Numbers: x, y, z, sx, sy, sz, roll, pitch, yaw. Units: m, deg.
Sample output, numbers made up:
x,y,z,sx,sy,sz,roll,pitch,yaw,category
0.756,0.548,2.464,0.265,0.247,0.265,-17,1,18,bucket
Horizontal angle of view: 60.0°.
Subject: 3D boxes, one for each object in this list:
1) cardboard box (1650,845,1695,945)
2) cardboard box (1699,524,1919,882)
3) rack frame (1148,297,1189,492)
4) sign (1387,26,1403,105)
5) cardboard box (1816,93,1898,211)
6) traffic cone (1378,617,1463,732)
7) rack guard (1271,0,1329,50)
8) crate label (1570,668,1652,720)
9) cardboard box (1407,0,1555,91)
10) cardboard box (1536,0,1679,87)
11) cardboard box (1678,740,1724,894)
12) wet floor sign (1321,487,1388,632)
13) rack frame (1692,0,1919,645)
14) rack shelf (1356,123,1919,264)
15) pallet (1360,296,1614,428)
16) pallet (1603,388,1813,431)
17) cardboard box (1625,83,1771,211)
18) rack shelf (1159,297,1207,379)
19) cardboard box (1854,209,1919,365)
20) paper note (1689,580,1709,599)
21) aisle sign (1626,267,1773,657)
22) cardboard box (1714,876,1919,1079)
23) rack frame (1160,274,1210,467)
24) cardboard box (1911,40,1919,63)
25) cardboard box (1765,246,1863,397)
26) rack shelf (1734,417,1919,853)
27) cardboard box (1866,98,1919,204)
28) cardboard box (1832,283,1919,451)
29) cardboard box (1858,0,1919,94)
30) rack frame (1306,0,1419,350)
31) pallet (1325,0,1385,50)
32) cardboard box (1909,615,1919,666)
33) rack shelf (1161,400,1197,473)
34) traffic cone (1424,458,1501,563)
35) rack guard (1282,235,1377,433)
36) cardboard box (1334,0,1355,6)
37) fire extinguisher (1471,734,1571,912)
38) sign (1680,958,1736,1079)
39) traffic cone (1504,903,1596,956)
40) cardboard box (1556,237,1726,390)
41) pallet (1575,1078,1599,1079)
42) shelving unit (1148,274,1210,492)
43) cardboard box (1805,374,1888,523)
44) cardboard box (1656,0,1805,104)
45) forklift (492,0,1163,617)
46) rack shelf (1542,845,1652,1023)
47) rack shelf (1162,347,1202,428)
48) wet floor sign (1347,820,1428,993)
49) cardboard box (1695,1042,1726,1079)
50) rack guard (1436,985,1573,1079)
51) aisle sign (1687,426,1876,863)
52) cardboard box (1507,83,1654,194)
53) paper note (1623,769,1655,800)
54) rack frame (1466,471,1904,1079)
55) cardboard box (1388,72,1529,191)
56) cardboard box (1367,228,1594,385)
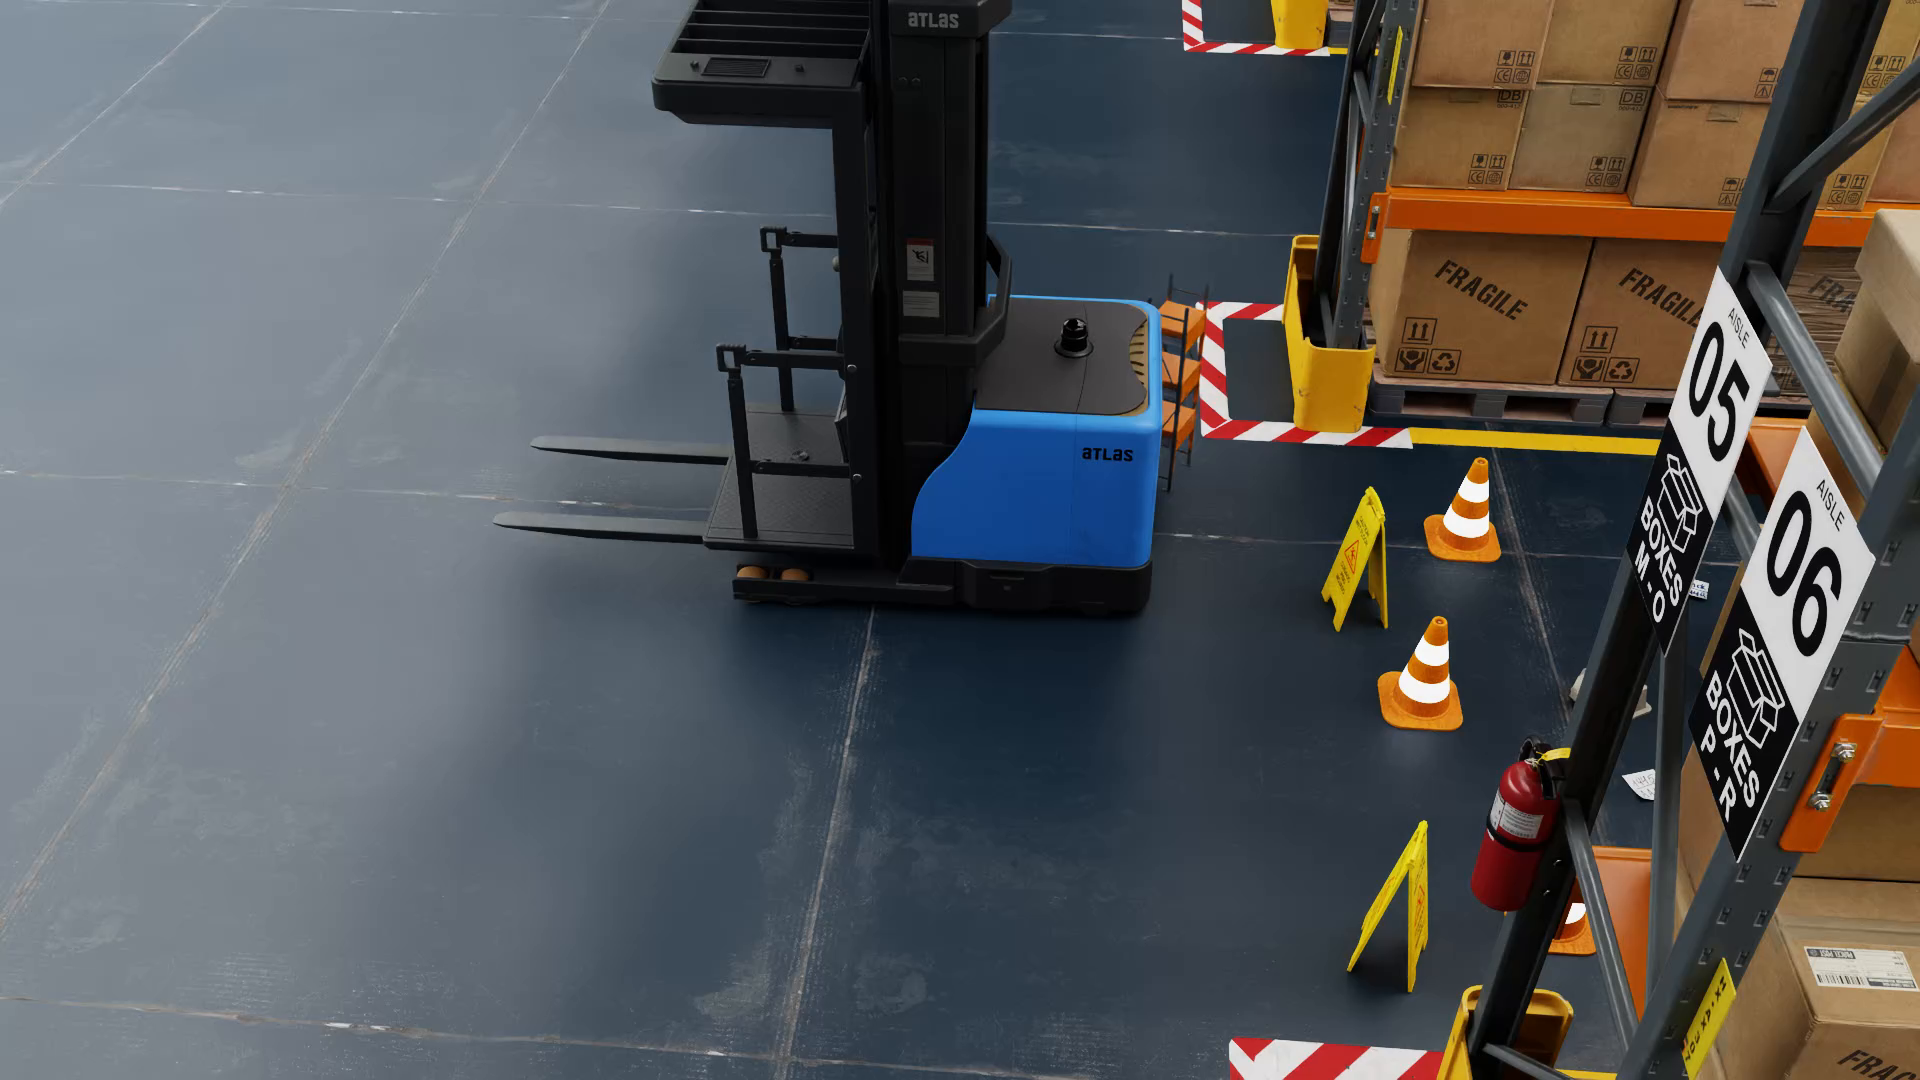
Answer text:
x,y,z,sx,sy,sz,roll,pitch,yaw,category
2.048,1.014,4.497,0.250,0.149,0.380,4,39,5,cardboard box
2.185,0.380,3.971,0.500,0.500,0.700,2,39,3,cardboard box
0.952,-0.674,7.917,0.200,1.050,0.008,19,43,22,rack frame
1.930,-2.105,7.382,0.005,0.325,0.100,3,39,4,sign
3.986,-2.025,7.914,0.500,0.550,0.875,3,39,4,cardboard box
1.954,0.511,6.927,0.334,0.463,0.336,3,39,4,traffic cone
2.588,-4.228,12.719,0.348,0.500,1.175,3,39,4,rack guard
2.743,0.641,7.025,0.298,0.136,0.250,-16,42,-19,crate label
2.350,-2.520,7.666,0.550,0.550,0.875,3,39,4,cardboard box
2.906,-2.548,7.700,0.550,0.550,0.875,3,39,4,cardboard box
2.222,0.733,4.329,0.500,0.500,0.500,2,39,3,cardboard box
1.784,0.069,7.324,0.232,0.644,0.267,-3,39,-4,wet floor sign
1.657,-1.295,2.384,0.127,3.000,1.000,3,39,4,rack frame
3.976,-1.700,8.202,4.000,0.370,1.077,3,39,4,rack shelf
2.787,-1.012,8.996,1.213,0.211,1.003,3,39,4,pallet
3.999,-0.944,8.913,1.213,0.211,1.003,3,39,4,pallet
3.454,-2.028,7.917,0.550,0.550,0.875,3,39,4,cardboard box
1.012,-0.954,7.828,0.215,0.259,0.240,19,43,22,rack shelf
2.020,-0.511,3.364,0.250,0.149,0.380,3,39,4,cardboard box
3.358,0.216,7.633,0.142,0.017,0.144,16,42,19,paper note
1.620,-0.163,3.685,0.004,0.787,0.394,3,39,4,aisle sign
2.105,1.077,3.906,0.500,0.500,0.500,3,39,3,cardboard box
1.071,-0.809,8.083,0.200,1.050,0.008,19,43,22,rack frame
4.520,-2.461,7.594,0.550,0.550,0.875,3,39,4,cardboard box
4.450,-1.333,8.533,0.875,0.875,0.875,3,39,4,cardboard box
3.650,0.256,3.424,4.000,0.370,1.077,3,39,4,rack shelf
4.522,-2.060,7.956,0.550,0.550,0.875,3,39,4,cardboard box
2.190,-0.331,3.458,0.500,0.250,0.500,3,39,3,cardboard box
3.991,-2.485,7.623,0.500,0.550,0.875,3,39,4,cardboard box
1.984,-2.087,8.109,0.127,3.000,1.000,3,39,4,rack frame
3.394,-4.049,12.728,1.213,0.211,1.003,3,39,4,pallet
1.960,0.188,3.137,0.250,0.149,0.380,3,39,4,cardboard box
1.012,-0.518,8.182,0.215,0.259,0.240,19,43,22,rack shelf
2.390,-0.182,7.777,0.334,0.463,0.336,3,39,4,traffic cone
1.960,-1.119,8.900,0.348,0.500,1.175,3,39,4,rack guard
3.133,-4.350,12.536,0.500,0.500,0.500,10,40,12,cardboard box
1.583,0.765,4.666,0.183,0.674,0.296,3,39,4,fire extinguisher
1.611,1.037,3.585,0.005,0.325,0.100,3,39,4,sign
2.197,1.227,6.046,0.334,0.463,0.336,3,39,4,traffic cone
3.542,-1.384,8.596,0.875,0.875,0.875,3,39,3,cardboard box
2.539,2.183,5.071,1.213,0.211,1.003,3,39,4,pallet
1.012,-0.742,8.000,0.215,1.050,0.252,19,43,22,shelving unit
2.037,-0.191,3.602,0.250,0.149,0.380,3,39,4,cardboard box
3.452,-2.432,7.558,0.550,0.550,0.875,3,39,4,cardboard box
-0.621,-1.171,7.037,3.031,2.935,1.130,3,39,4,forklift
3.650,1.419,4.371,4.000,0.370,1.077,3,39,4,rack shelf
1.012,-0.734,8.007,0.215,0.259,0.240,19,43,22,rack shelf
1.560,1.261,5.860,0.232,0.644,0.267,16,42,19,wet floor sign
1.978,1.277,4.174,0.250,0.149,0.380,3,39,4,cardboard box
1.733,2.005,5.061,0.348,0.500,1.175,3,39,4,rack guard
1.569,0.215,3.221,0.004,0.787,0.394,3,39,4,aisle sign
2.907,-2.138,8.052,0.550,0.550,0.875,3,39,4,cardboard box
2.771,0.982,6.689,0.142,0.019,0.148,-10,40,-12,paper note
1.657,1.031,4.277,0.127,3.000,1.000,3,39,4,rack frame
2.357,-2.154,8.072,0.550,0.550,0.875,3,39,4,cardboard box
2.665,-1.431,8.653,0.875,0.875,0.875,3,39,4,cardboard box
